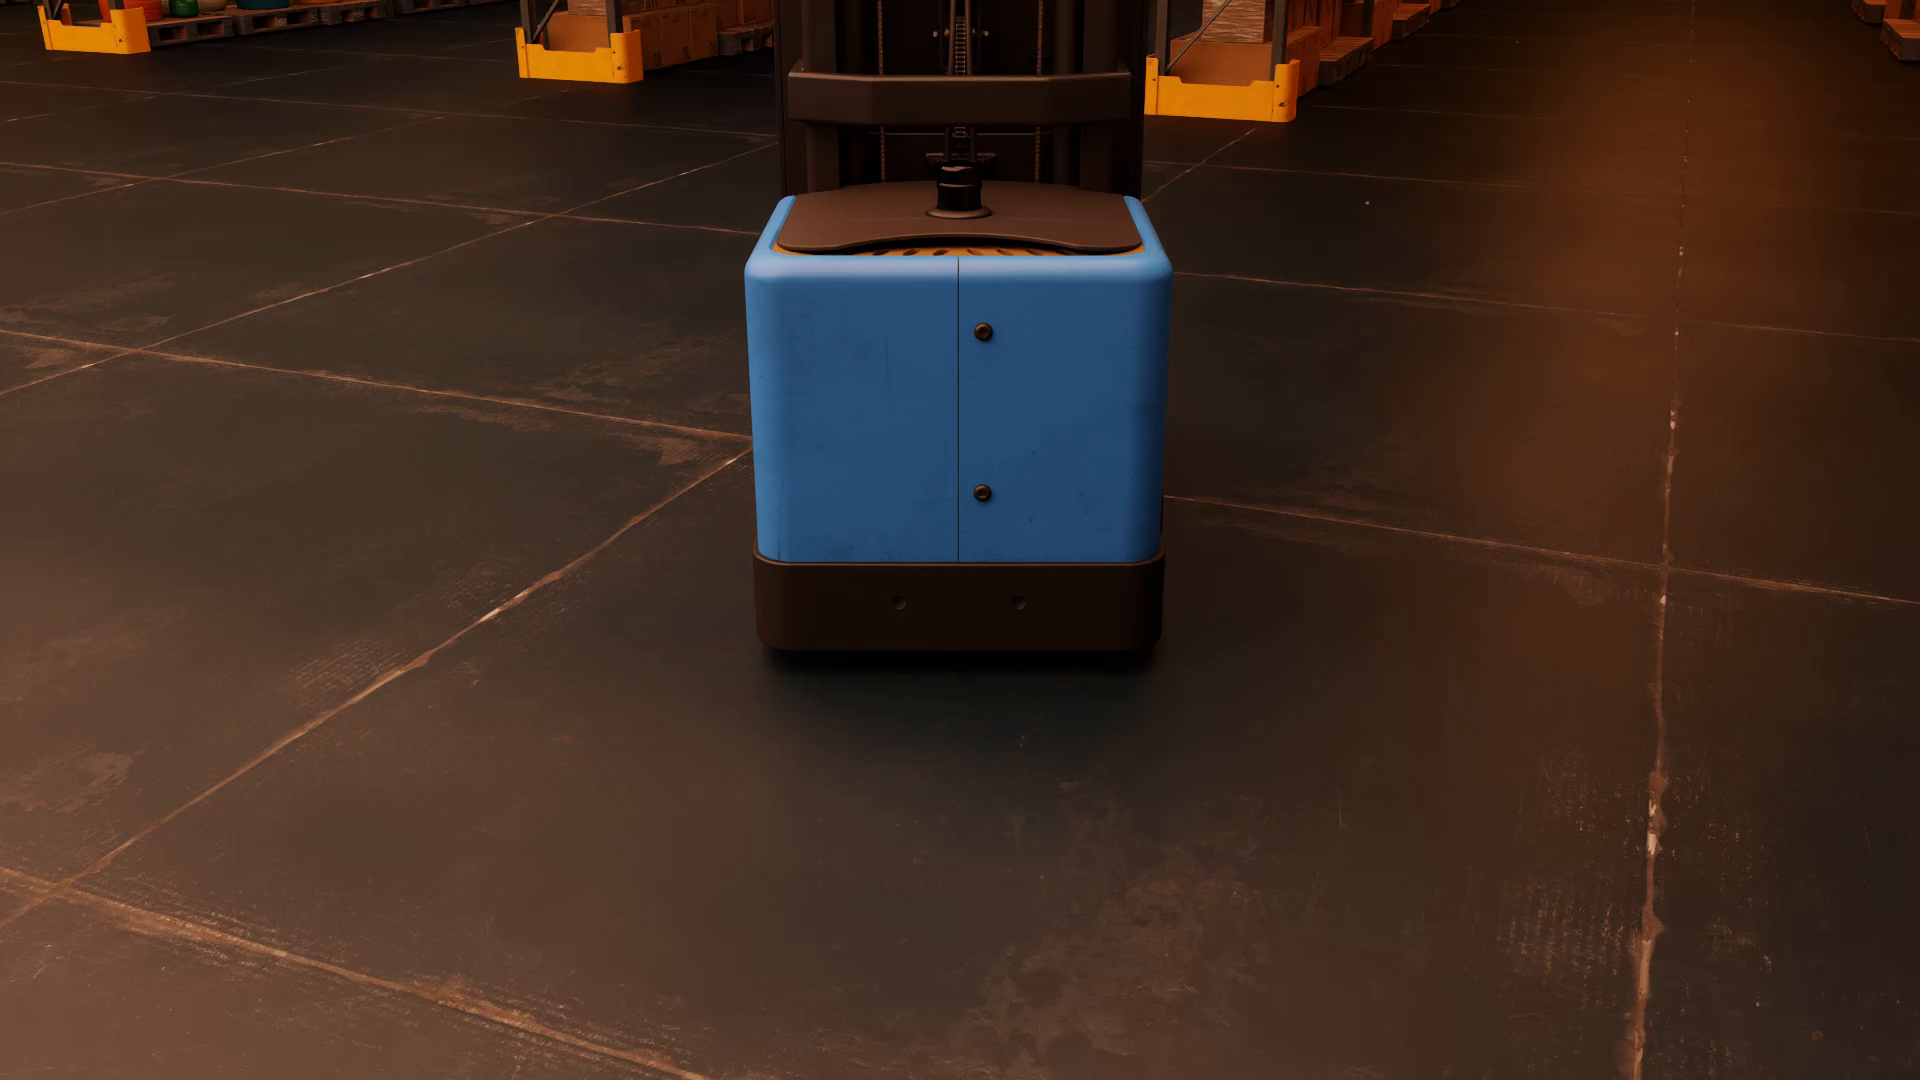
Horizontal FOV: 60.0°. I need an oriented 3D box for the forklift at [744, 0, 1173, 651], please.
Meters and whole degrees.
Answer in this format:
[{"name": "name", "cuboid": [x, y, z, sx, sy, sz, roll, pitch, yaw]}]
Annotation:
[{"name": "forklift", "cuboid": [0.002, -1.587, 5.089, 1.130, 2.935, 3.031, 0, 23, 0]}]
